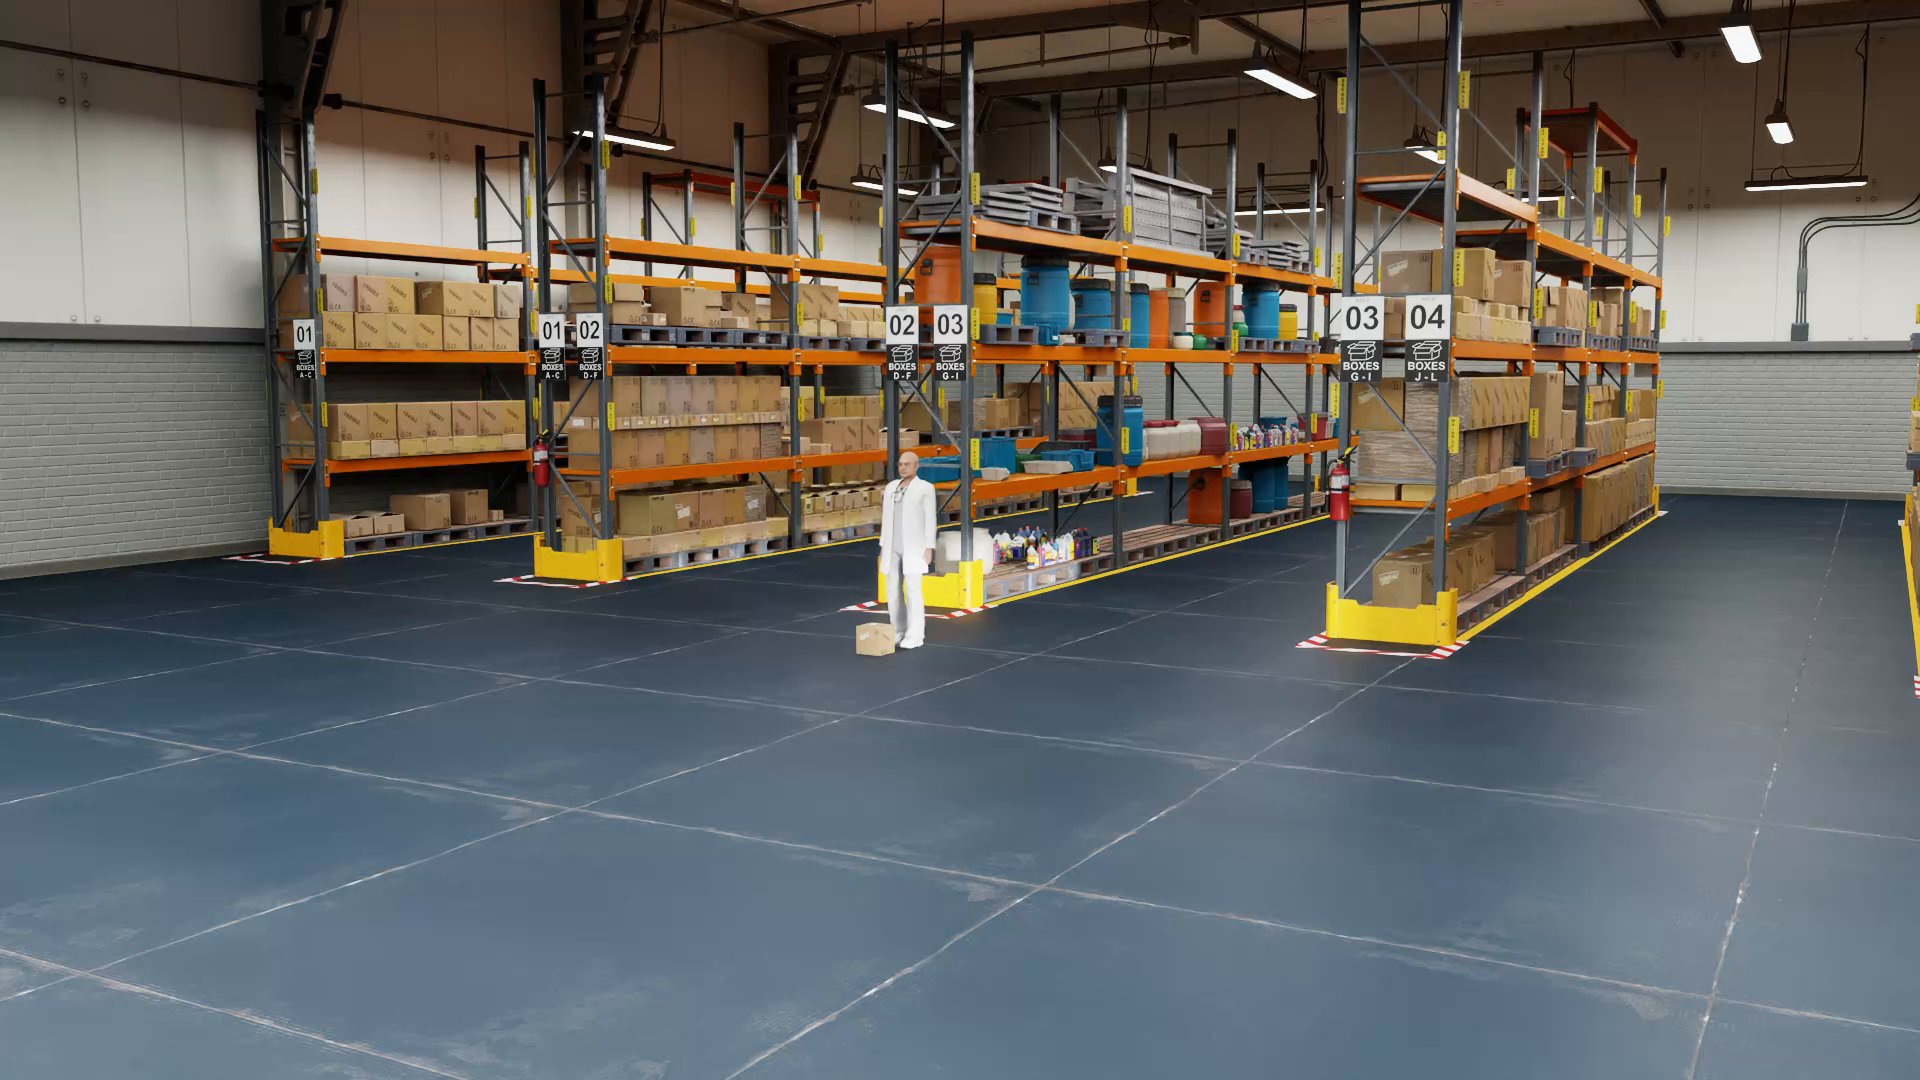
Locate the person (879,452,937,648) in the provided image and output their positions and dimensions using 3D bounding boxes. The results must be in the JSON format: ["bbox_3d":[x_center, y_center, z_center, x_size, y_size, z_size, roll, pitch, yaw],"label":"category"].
[{"bbox_3d":[-0.495,0.099,15.230,0.583,1.811,0.557,3,7,30],"label":"person"}]
